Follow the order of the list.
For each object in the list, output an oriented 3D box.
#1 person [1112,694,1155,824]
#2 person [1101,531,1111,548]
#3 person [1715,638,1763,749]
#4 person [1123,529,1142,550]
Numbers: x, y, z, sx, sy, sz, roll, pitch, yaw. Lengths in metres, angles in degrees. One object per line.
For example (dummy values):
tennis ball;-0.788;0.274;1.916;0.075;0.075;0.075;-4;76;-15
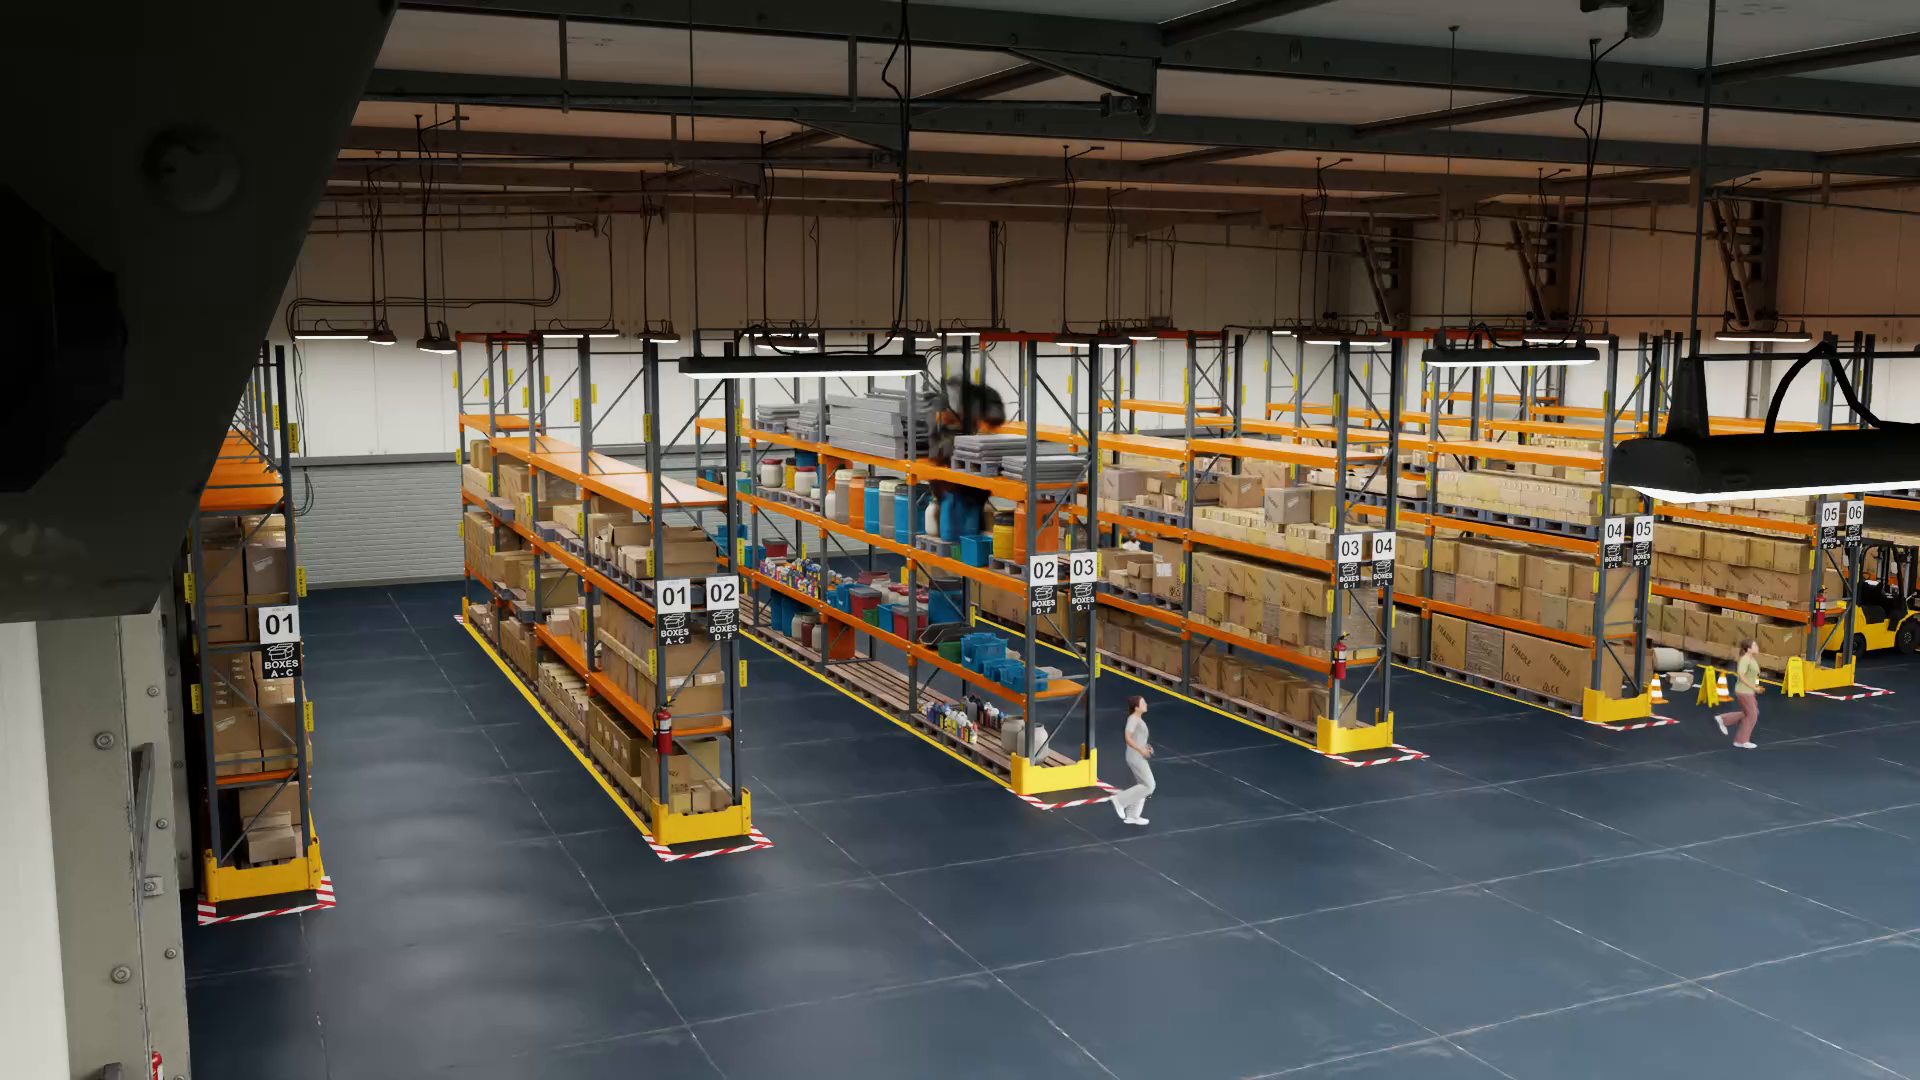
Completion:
person;2.181;2.737;20.827;0.539;1.624;0.593;1;8;7
person;3.647;-0.189;41.870;0.931;1.746;0.730;-4;9;-29
person;11.481;2.239;24.471;0.628;1.640;0.587;4;9;30
person;3.800;0.587;36.308;0.593;1.660;1.020;-3;8;-18
